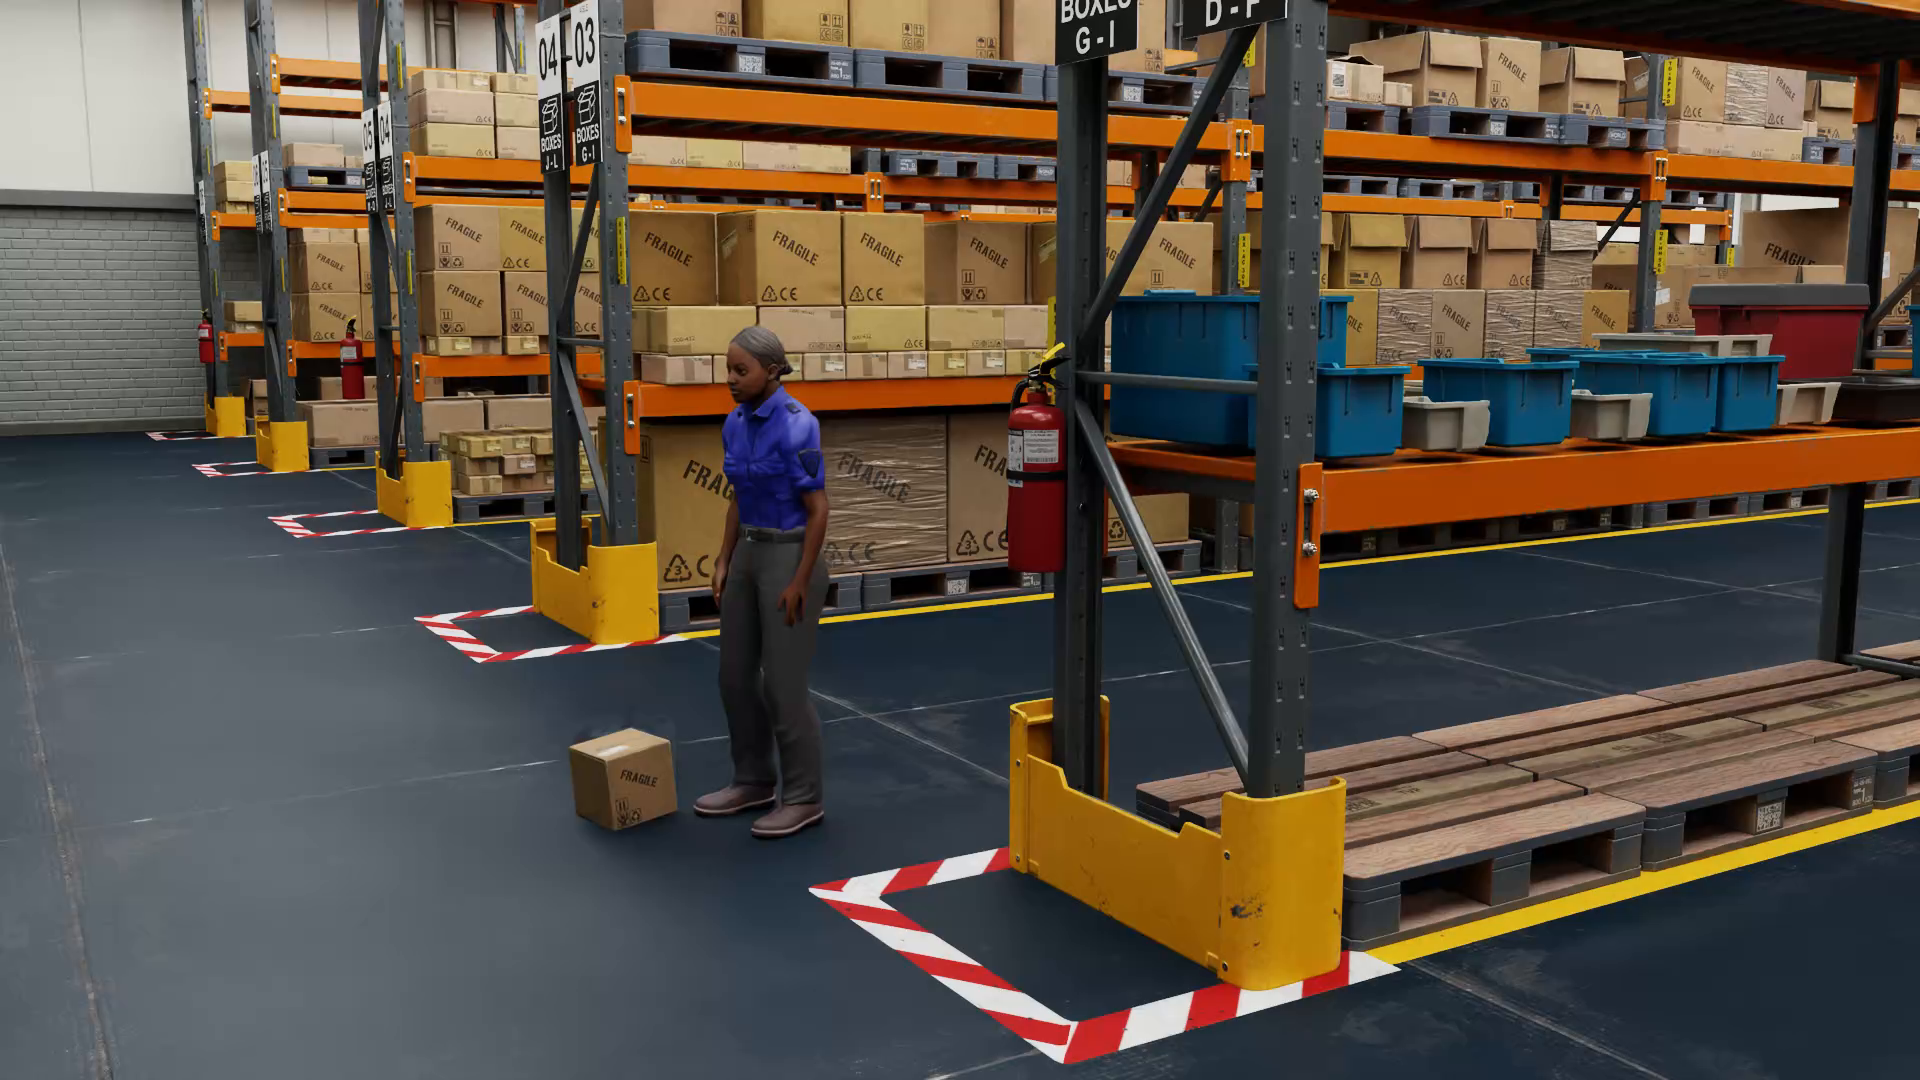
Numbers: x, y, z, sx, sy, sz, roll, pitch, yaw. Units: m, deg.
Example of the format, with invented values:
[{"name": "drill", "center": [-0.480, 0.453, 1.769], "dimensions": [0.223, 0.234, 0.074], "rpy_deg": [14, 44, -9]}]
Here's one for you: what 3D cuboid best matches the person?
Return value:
[{"name": "person", "center": [-0.636, 0.122, 5.499], "dimensions": [0.345, 1.656, 0.503], "rpy_deg": [-8, 11, -42]}]
